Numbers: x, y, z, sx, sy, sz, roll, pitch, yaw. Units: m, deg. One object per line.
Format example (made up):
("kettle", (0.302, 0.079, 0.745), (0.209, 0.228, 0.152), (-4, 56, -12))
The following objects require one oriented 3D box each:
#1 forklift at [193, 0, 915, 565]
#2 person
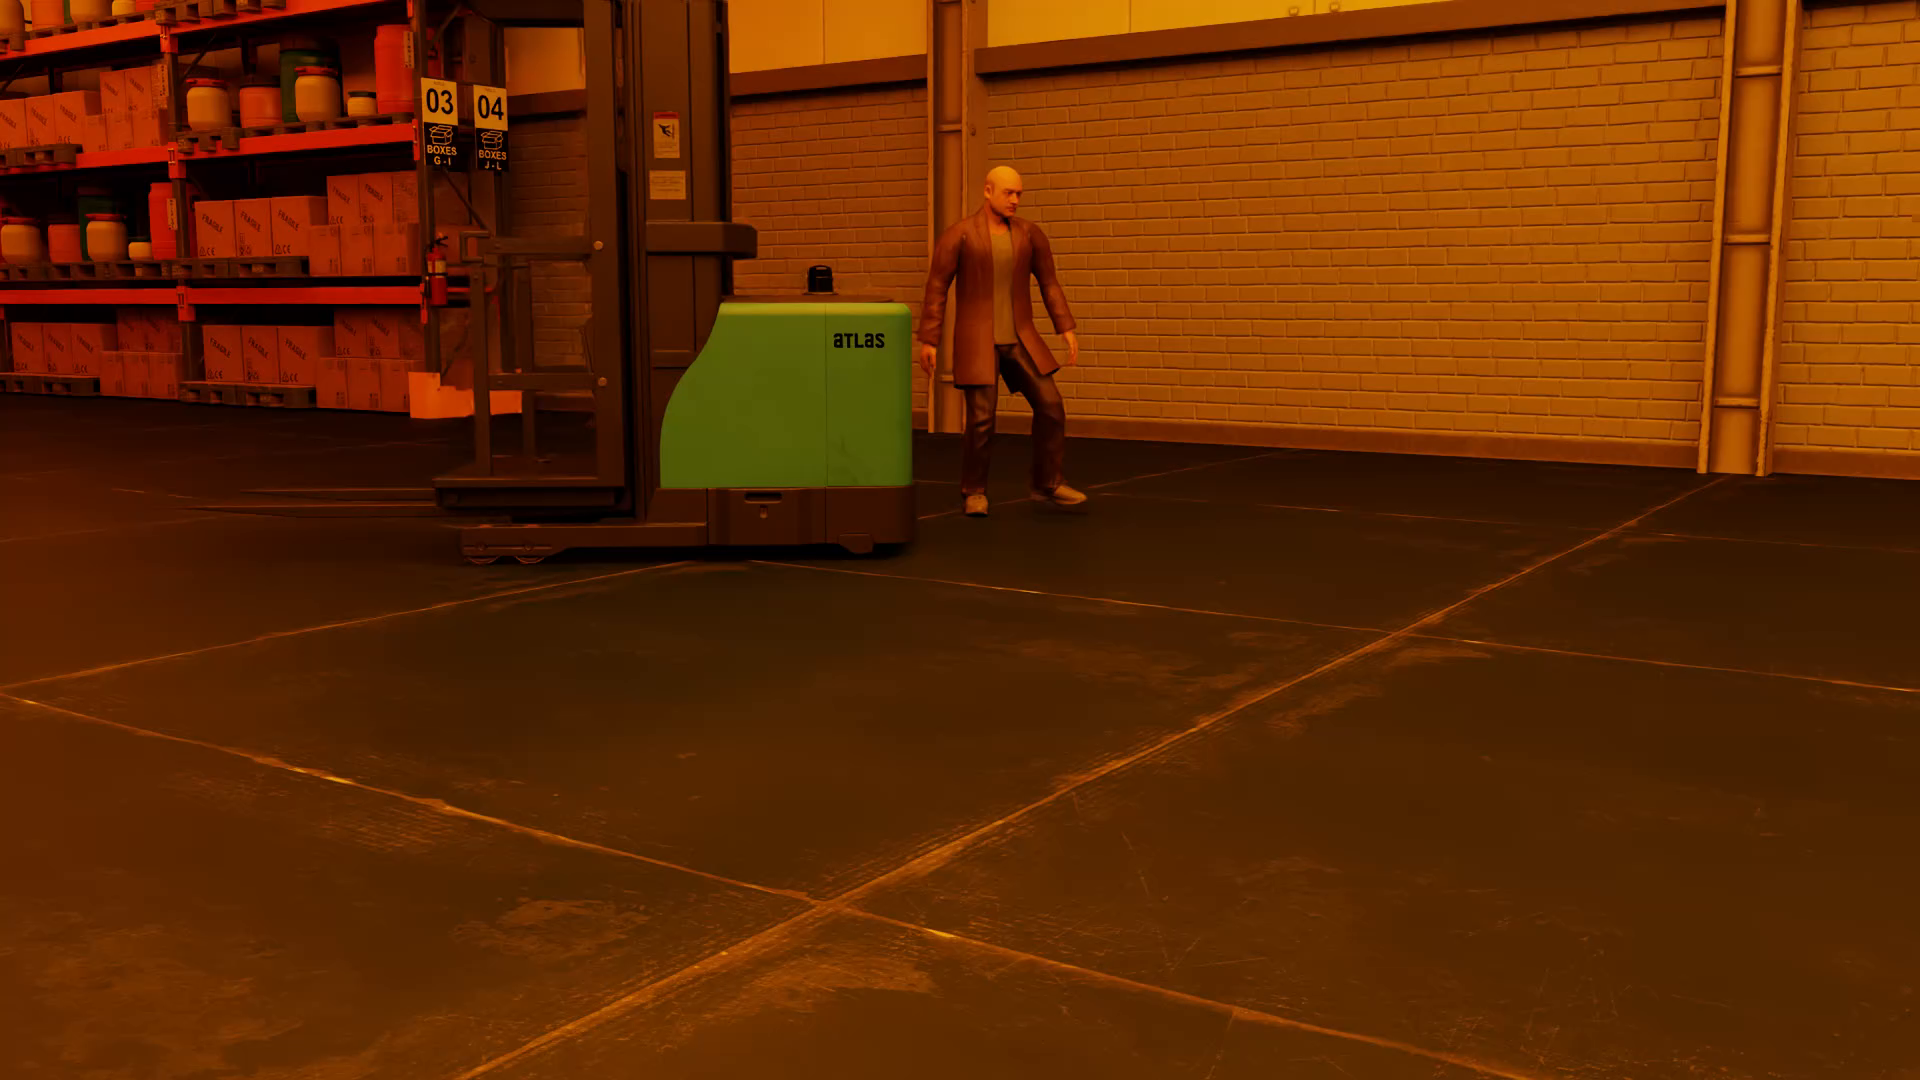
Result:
("forklift", (-1.730, -1.426, 7.221), (3.031, 2.935, 1.130), (-1, 8, -4))
("person", (0.202, -1.005, 8.459), (0.832, 1.752, 0.440), (-3, 9, -20))
